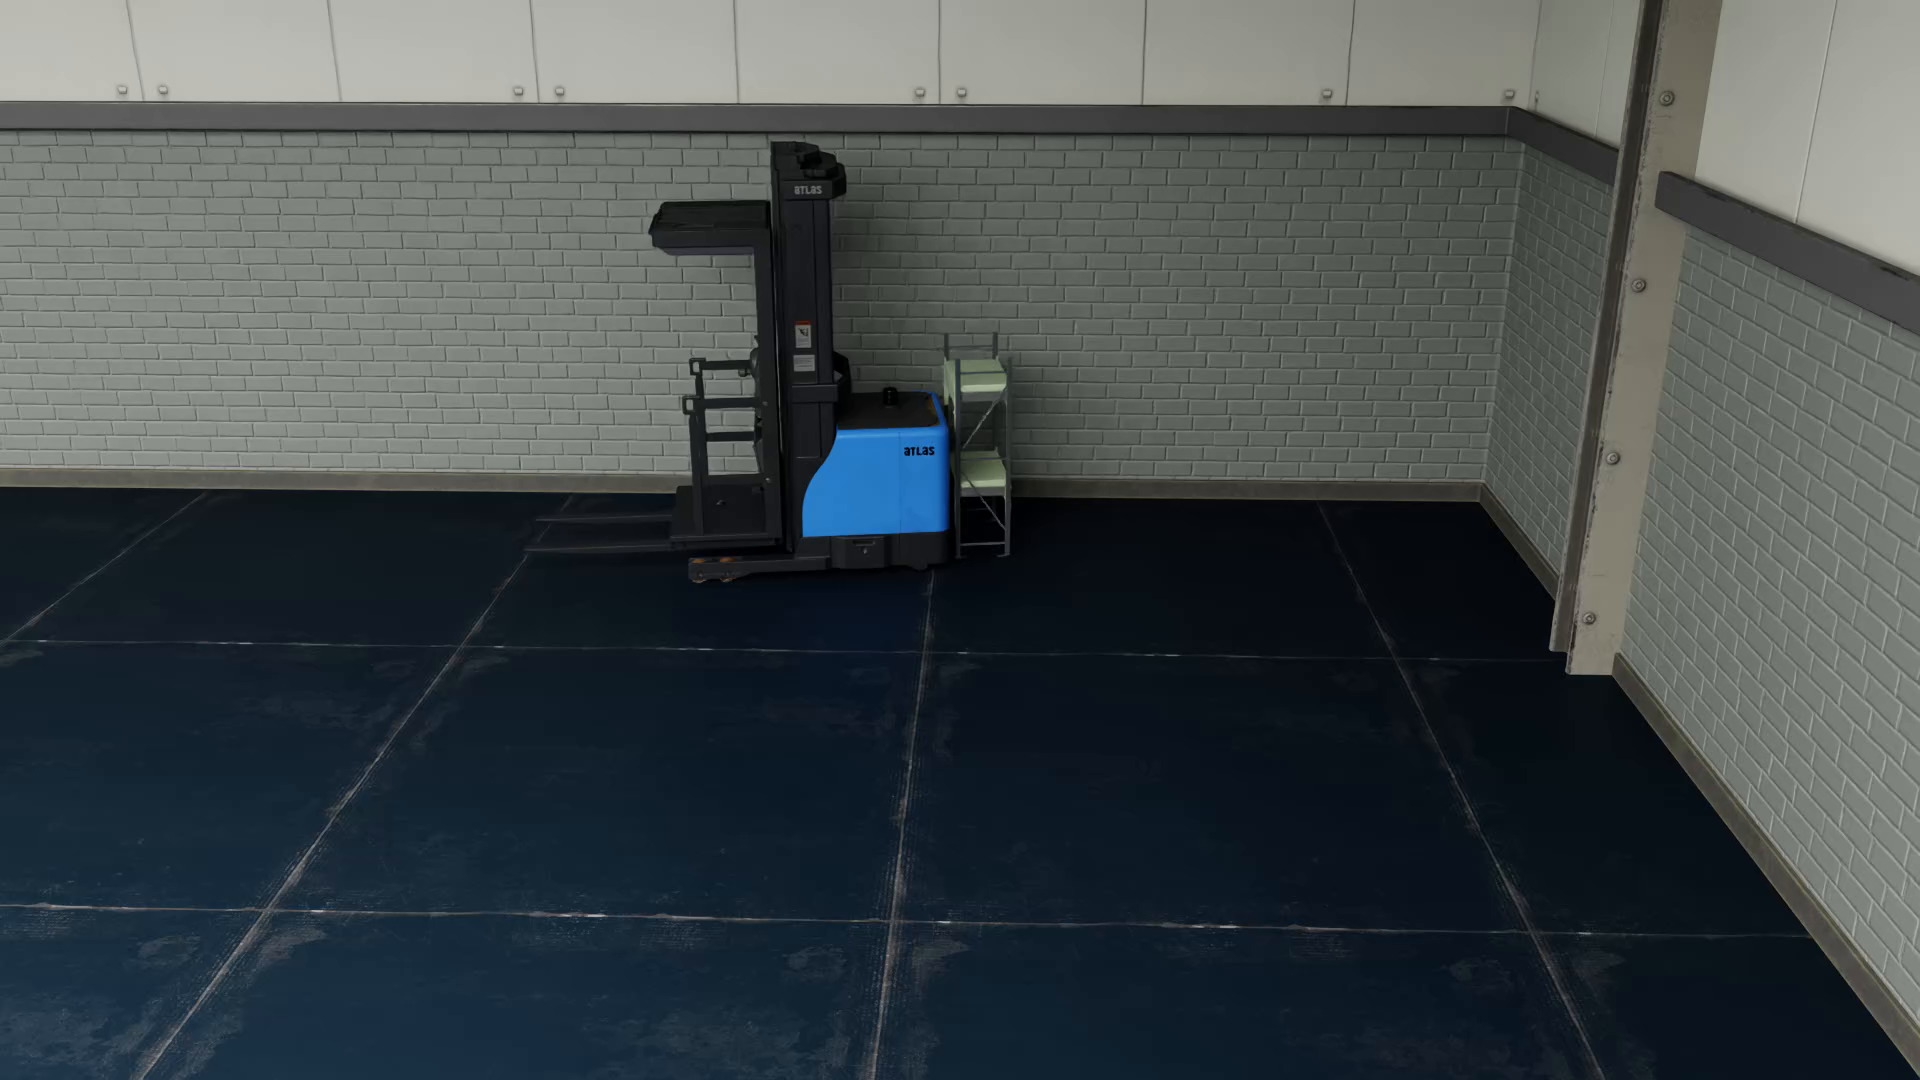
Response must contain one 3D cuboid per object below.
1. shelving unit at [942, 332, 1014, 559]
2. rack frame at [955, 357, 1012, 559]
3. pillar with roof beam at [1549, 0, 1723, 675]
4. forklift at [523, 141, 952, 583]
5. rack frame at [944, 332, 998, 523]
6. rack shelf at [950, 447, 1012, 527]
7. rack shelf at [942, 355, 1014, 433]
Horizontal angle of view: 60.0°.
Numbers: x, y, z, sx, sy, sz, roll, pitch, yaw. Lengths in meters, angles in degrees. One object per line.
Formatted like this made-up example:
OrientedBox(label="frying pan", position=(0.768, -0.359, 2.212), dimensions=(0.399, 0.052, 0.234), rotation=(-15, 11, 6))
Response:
OrientedBox(label="shelving unit", position=(0.123, -0.707, 12.278), dimensions=(0.431, 1.500, 0.755), rotation=(-2, 21, -6))
OrientedBox(label="rack frame", position=(0.167, -0.576, 11.939), dimensions=(0.400, 1.500, 0.023), rotation=(-2, 21, -6))
OrientedBox(label="pillar with roof beam", position=(-0.353, -3.475, 9.046), dimensions=(9.100, 9.000, 0.400), rotation=(1, 21, 2))
OrientedBox(label="forklift", position=(-1.610, -1.265, 11.739), dimensions=(3.031, 2.935, 1.130), rotation=(-2, 21, -6))
OrientedBox(label="rack frame", position=(0.080, -0.839, 12.617), dimensions=(0.400, 1.500, 0.023), rotation=(-2, 21, -6))
OrientedBox(label="rack shelf", position=(0.123, -0.403, 12.396), dimensions=(0.431, 0.370, 0.720), rotation=(-2, 21, -6))
OrientedBox(label="rack shelf", position=(0.123, -1.071, 12.137), dimensions=(0.431, 0.370, 0.720), rotation=(-2, 21, -6))
